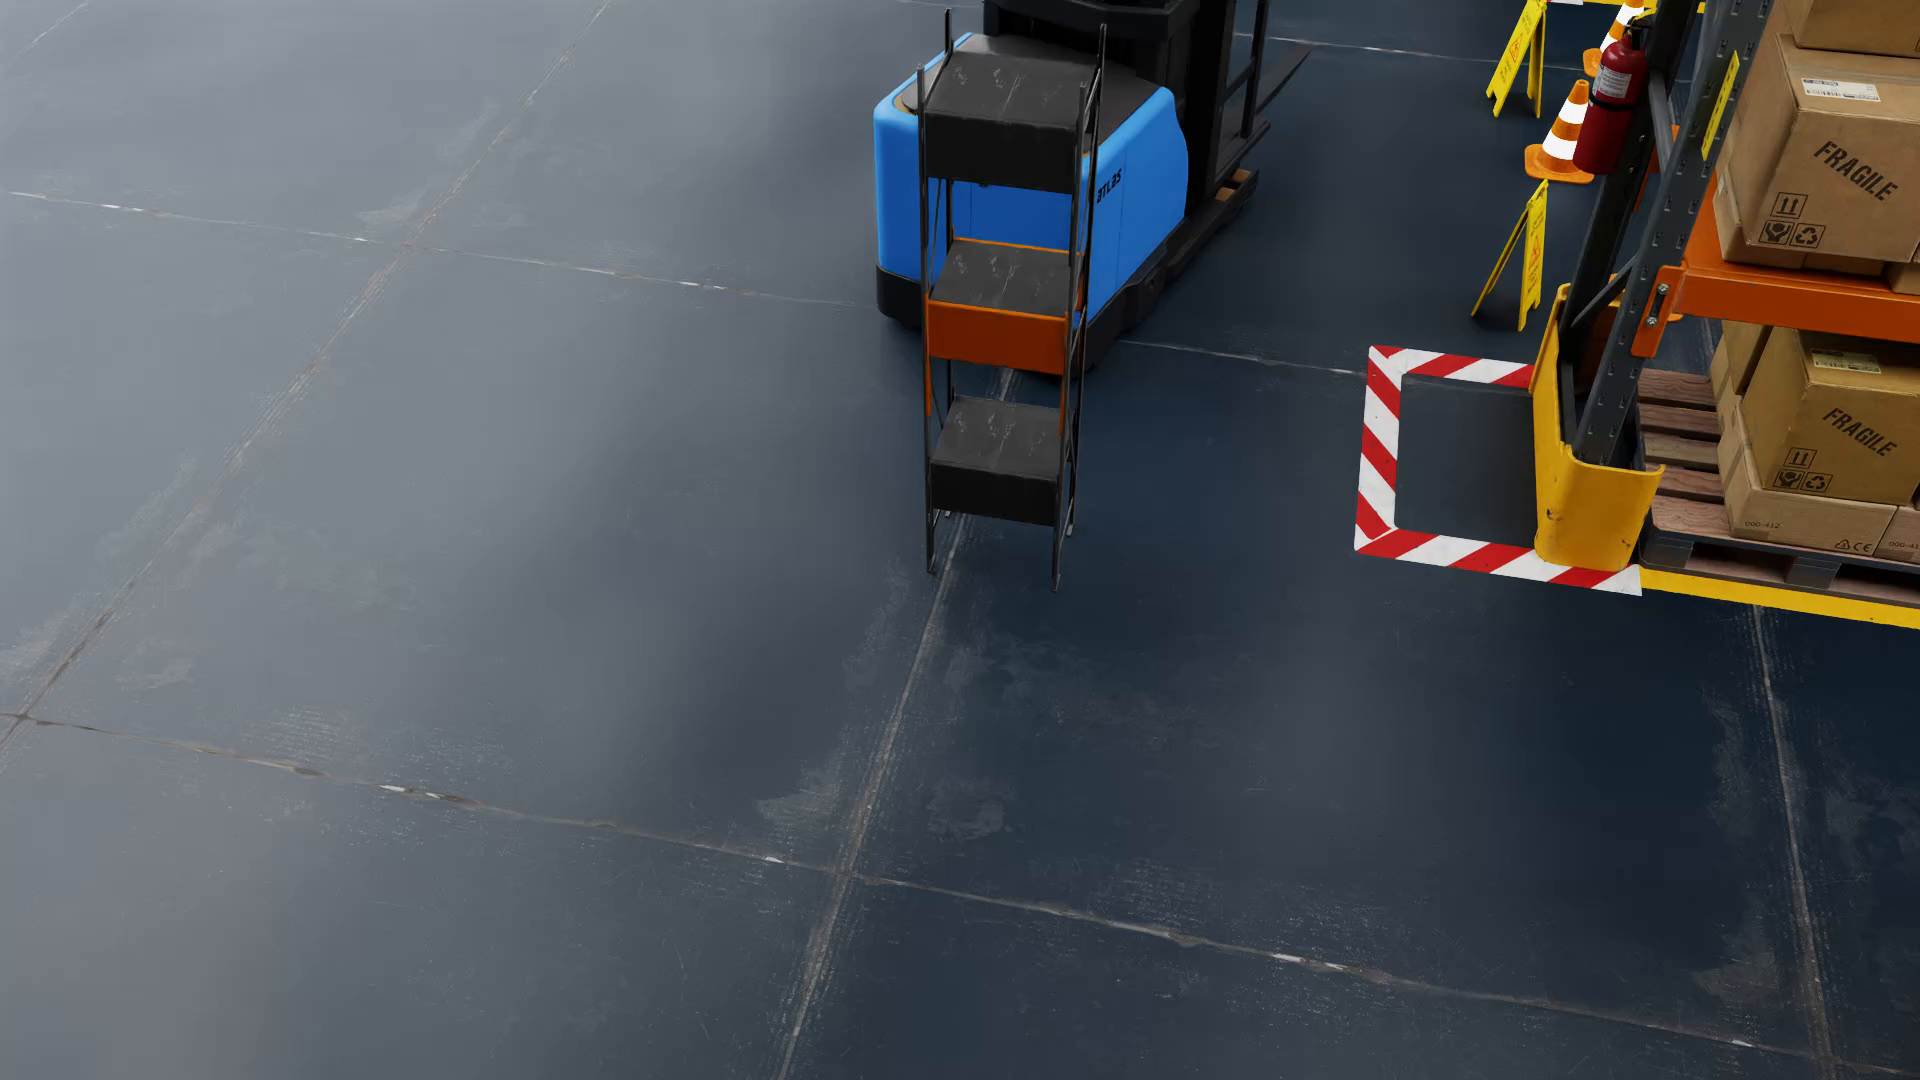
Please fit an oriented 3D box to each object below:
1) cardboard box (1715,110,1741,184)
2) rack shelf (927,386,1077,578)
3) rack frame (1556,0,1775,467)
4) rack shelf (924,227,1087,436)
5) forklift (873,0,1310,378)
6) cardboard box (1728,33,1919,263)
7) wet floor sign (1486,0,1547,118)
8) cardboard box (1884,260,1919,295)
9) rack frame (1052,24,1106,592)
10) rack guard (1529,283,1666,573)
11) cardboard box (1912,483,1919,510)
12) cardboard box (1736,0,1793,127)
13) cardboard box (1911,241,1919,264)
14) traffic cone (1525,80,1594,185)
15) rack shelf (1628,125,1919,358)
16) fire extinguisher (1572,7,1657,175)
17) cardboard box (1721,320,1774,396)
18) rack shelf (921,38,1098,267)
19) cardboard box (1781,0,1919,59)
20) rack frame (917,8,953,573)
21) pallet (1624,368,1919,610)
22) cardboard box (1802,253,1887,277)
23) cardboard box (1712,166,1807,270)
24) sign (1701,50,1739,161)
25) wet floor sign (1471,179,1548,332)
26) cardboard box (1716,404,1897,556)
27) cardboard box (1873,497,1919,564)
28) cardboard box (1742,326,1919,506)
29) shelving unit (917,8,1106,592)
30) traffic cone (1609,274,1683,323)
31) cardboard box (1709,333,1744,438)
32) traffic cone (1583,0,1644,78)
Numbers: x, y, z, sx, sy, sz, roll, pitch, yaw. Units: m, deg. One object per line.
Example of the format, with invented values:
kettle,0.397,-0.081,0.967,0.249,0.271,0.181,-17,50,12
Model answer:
cardboard box,2.851,-1.378,5.941,0.250,0.149,0.380,10,45,10
rack shelf,0.162,-0.217,6.231,0.480,0.518,0.431,9,45,9
rack frame,2.439,-1.380,5.762,0.127,3.000,1.000,9,45,9
rack shelf,0.162,-0.722,5.746,0.480,0.518,0.431,9,45,9
forklift,0.814,-2.754,7.239,1.130,2.935,3.031,22,48,22
cardboard box,2.841,-1.264,5.355,0.500,0.500,0.500,8,45,8
wet floor sign,2.961,-2.562,8.687,0.232,0.644,0.267,2,44,2
cardboard box,3.216,-0.975,5.521,0.250,0.149,0.380,8,44,8
rack frame,0.400,-0.694,5.698,0.015,2.100,0.400,9,45,9
rack guard,2.513,-0.468,6.617,0.348,0.500,1.175,9,45,9
cardboard box,3.700,-0.422,5.906,0.500,0.500,0.500,7,44,8
cardboard box,3.029,-1.628,5.732,0.500,0.500,0.500,8,44,8
cardboard box,3.347,-1.188,5.275,0.500,0.500,0.500,10,45,10
traffic cone,3.051,-2.077,8.315,0.334,0.463,0.336,9,45,9
rack shelf,4.391,-0.818,5.697,4.000,0.370,1.077,9,45,9
fire extinguisher,2.428,-1.682,6.131,0.183,0.674,0.296,9,45,9
cardboard box,3.278,-0.866,6.367,0.500,0.500,0.500,9,45,9
rack shelf,0.162,-1.226,5.261,0.480,0.518,0.431,9,45,9
cardboard box,2.985,-1.954,5.350,0.500,0.500,0.700,8,44,8
rack frame,-0.077,-0.768,5.775,0.015,2.100,0.400,9,45,9
pallet,3.298,-0.217,6.564,1.213,0.211,1.003,9,45,9
cardboard box,2.975,-1.070,5.620,0.250,0.149,0.380,9,45,10
cardboard box,2.725,-1.098,5.650,0.250,0.149,0.380,9,45,9
sign,2.321,-1.325,5.080,0.005,0.325,0.100,9,45,9
wet floor sign,2.487,-1.285,7.361,0.232,0.644,0.267,24,49,23
cardboard box,3.166,-0.232,6.248,0.500,0.250,0.500,8,45,9
cardboard box,3.662,-0.149,6.163,0.500,0.250,0.500,10,45,11
cardboard box,3.189,-0.499,5.985,0.500,0.500,0.500,7,44,8
shelving unit,0.162,-0.731,5.737,0.503,2.100,0.431,9,45,9
traffic cone,3.140,-1.274,7.481,0.334,0.463,0.336,9,45,9
cardboard box,3.310,-0.597,6.628,0.500,0.250,0.500,9,45,9
traffic cone,3.629,-2.790,9.056,0.334,0.463,0.336,9,45,9
